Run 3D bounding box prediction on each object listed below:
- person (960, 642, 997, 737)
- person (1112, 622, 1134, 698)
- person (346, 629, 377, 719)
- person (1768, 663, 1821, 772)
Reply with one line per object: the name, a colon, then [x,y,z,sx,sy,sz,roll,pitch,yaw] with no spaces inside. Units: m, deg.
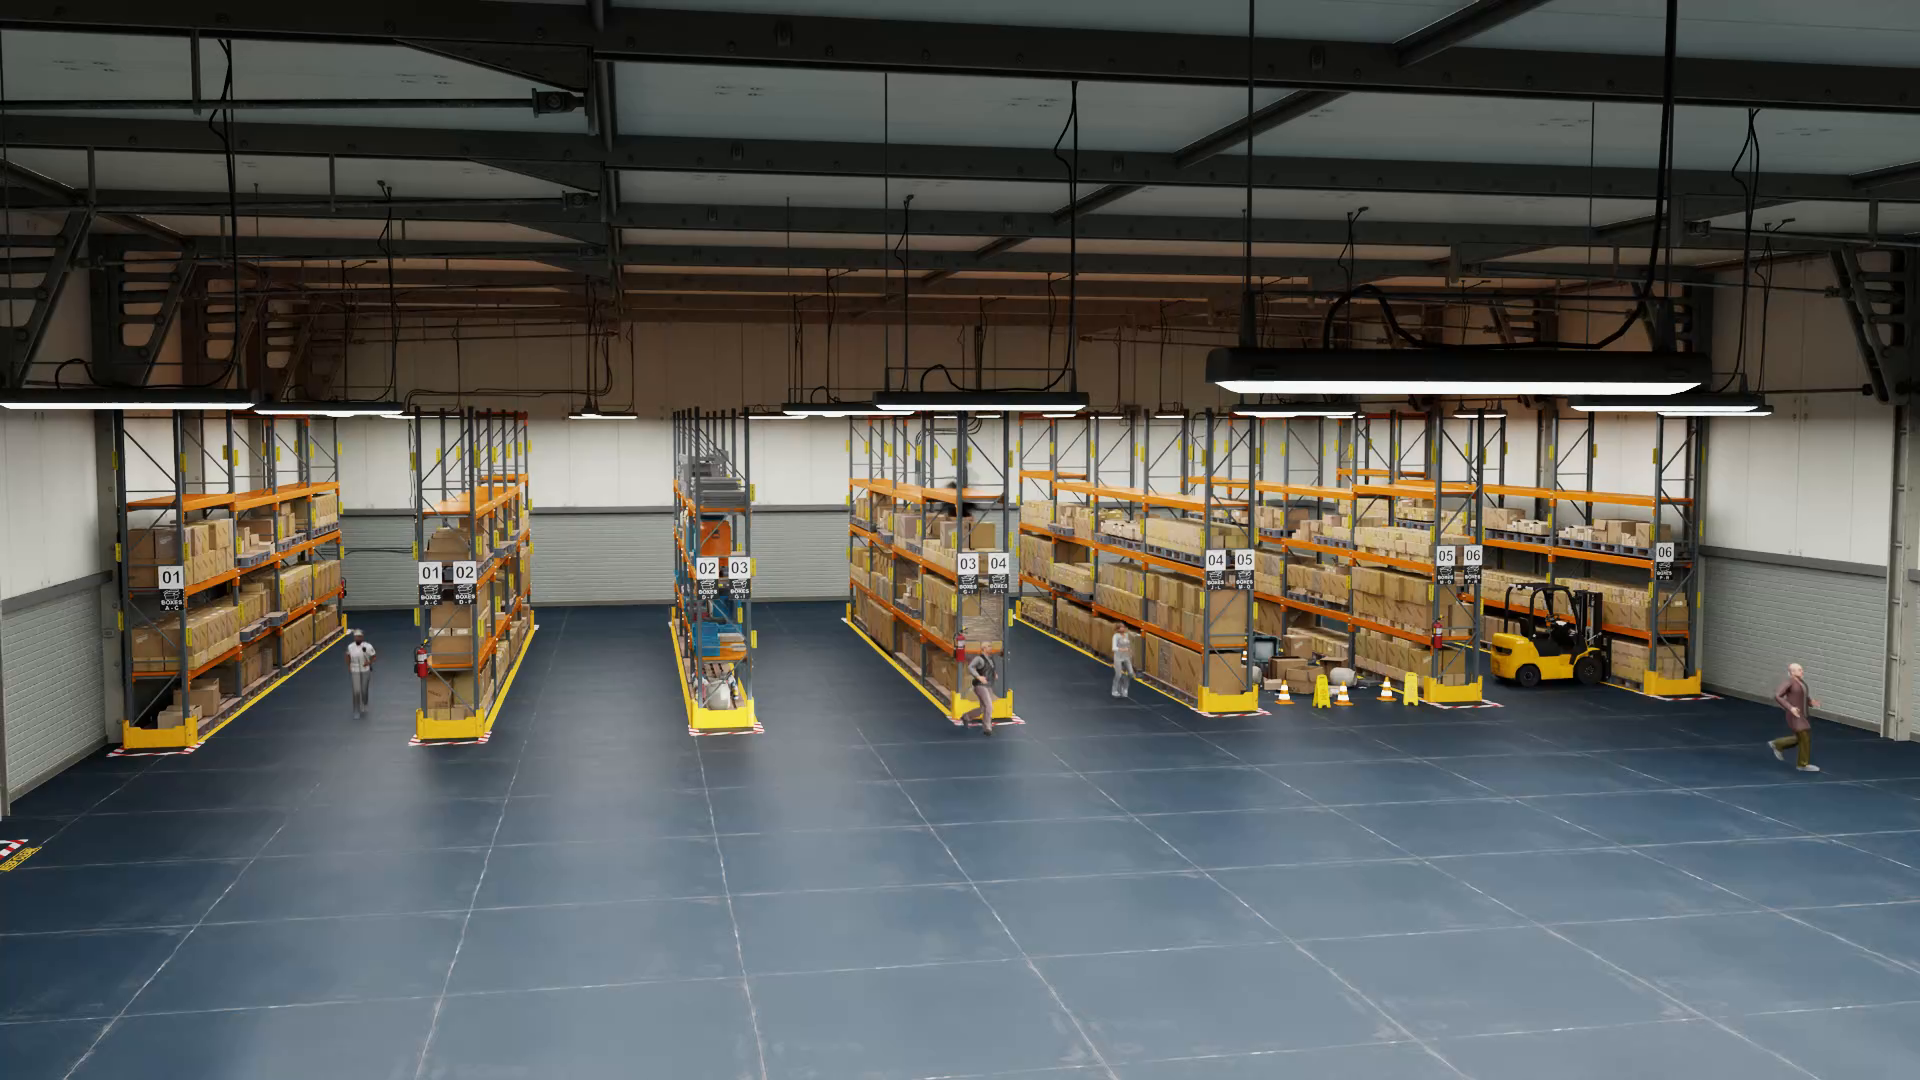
person: [0.416,2.721,30.581,0.836,1.704,0.697,3,5,34]
person: [3.355,2.477,34.307,0.510,1.578,0.644,-2,5,-26]
person: [-11.634,2.594,32.361,0.587,1.768,0.725,-1,4,-14]
person: [13.747,2.903,27.381,0.720,1.745,0.883,-3,5,-38]
